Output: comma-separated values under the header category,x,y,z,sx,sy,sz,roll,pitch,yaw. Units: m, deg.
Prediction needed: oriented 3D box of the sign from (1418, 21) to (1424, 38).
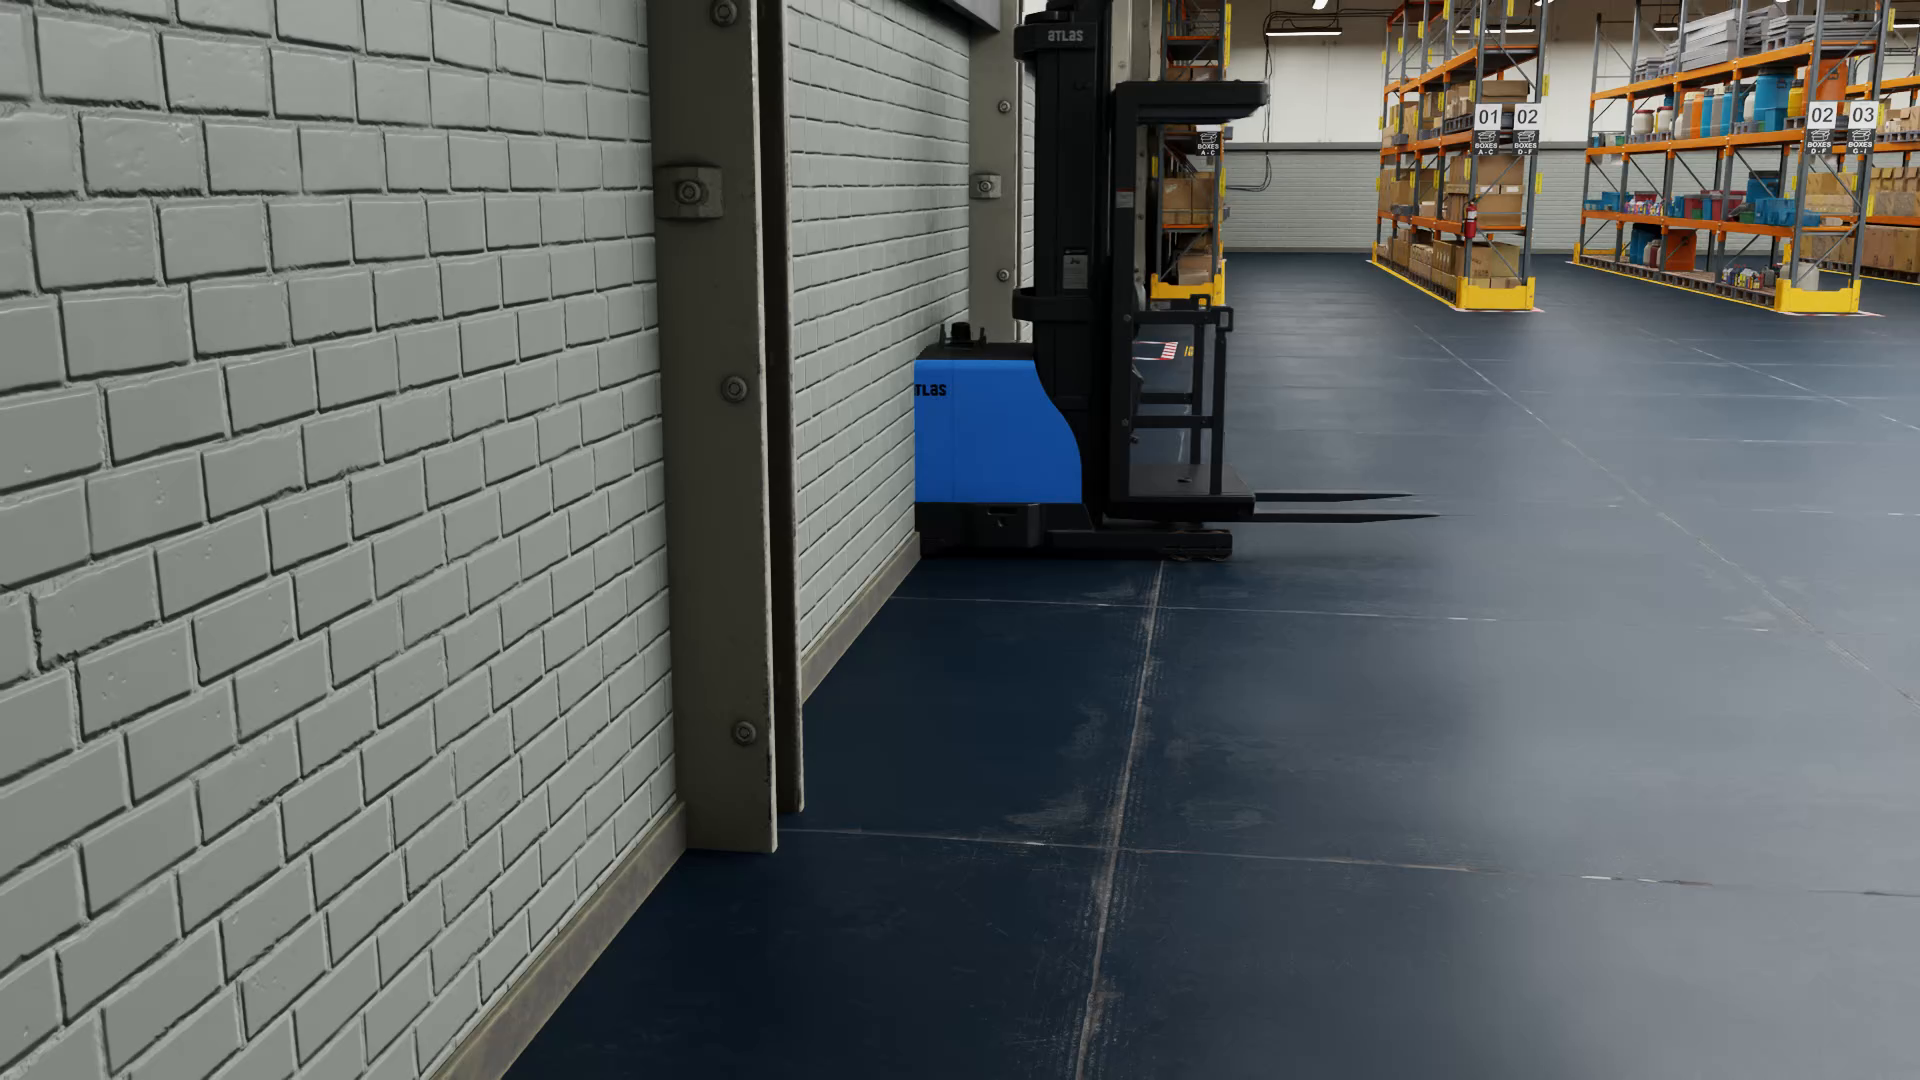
category,x,y,z,sx,sy,sz,roll,pitch,yaw
sign,9.334,-10.330,33.660,0.100,0.325,0.005,2,12,9

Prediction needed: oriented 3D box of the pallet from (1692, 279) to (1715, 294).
category,x,y,z,sx,sy,sz,roll,pitch,yaw
pallet,14.233,-4.694,30.773,1.003,0.211,1.213,2,12,9

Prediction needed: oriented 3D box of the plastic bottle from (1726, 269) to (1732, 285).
category,x,y,z,sx,sy,sz,roll,pitch,yaw
plastic bottle,13.646,-4.656,29.397,0.152,0.276,0.135,2,12,11

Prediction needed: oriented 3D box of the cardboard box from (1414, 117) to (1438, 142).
category,x,y,z,sx,sy,sz,roll,pitch,yaw
cardboard box,9.906,-8.493,34.427,0.910,0.500,0.500,2,12,9

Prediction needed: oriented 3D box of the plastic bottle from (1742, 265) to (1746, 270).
category,x,y,z,sx,sy,sz,roll,pitch,yaw
plastic bottle,13.759,-4.653,29.209,0.144,0.351,0.185,2,12,9

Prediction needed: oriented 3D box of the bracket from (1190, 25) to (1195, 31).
category,x,y,z,sx,sy,sz,roll,pitch,yaw
bracket,6.547,-14.562,47.159,0.235,0.232,0.430,2,12,9

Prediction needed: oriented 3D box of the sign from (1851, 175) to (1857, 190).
category,x,y,z,sx,sy,sz,roll,pitch,yaw
sign,19.726,-7.877,36.680,0.100,0.325,0.005,2,12,9

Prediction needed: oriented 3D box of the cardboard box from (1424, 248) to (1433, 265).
category,x,y,z,sx,sy,sz,roll,pitch,yaw
cardboard box,9.109,-5.391,31.587,0.500,0.311,0.500,2,12,10

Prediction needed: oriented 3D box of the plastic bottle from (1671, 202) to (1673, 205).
category,x,y,z,sx,sy,sz,roll,pitch,yaw
plastic bottle,15.323,-7.145,35.833,0.097,0.271,0.097,0,12,0

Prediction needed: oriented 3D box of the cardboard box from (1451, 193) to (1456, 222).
category,x,y,z,sx,sy,sz,roll,pitch,yaw
cardboard box,9.120,-5.900,29.513,0.700,0.500,0.500,2,12,8

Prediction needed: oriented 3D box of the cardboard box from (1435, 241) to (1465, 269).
category,x,y,z,sx,sy,sz,roll,pitch,yaw
cardboard box,8.807,-5.091,29.745,0.500,0.500,0.500,2,12,9

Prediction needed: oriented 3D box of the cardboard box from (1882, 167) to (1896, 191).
category,x,y,z,sx,sy,sz,roll,pitch,yaw
cardboard box,20.068,-7.661,35.302,0.797,0.503,0.637,2,12,9

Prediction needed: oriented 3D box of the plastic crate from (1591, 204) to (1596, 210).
category,x,y,z,sx,sy,sz,roll,pitch,yaw
plastic crate,15.397,-8.045,40.186,0.250,0.136,0.298,2,12,9

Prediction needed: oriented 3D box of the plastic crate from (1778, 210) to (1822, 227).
category,x,y,z,sx,sy,sz,roll,pitch,yaw
plastic crate,13.317,-5.101,26.395,0.499,0.251,0.616,2,12,9

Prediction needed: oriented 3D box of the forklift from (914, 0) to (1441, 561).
category,x,y,z,sx,sy,sz,roll,pitch,yaw
forklift,1.120,-1.431,9.177,3.031,2.935,1.130,0,12,2

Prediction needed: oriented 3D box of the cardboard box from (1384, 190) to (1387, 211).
category,x,y,z,sx,sy,sz,roll,pitch,yaw
cardboard box,10.541,-8.201,40.189,0.500,0.500,0.500,2,12,9

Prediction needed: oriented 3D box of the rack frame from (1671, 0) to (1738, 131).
category,x,y,z,sx,sy,sz,roll,pitch,yaw
rack frame,14.766,-9.658,32.946,1.000,3.000,0.127,2,12,9

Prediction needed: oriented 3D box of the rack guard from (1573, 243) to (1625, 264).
category,x,y,z,sx,sy,sz,roll,pitch,yaw
rack guard,15.987,-7.174,41.594,1.175,0.500,0.348,2,12,9

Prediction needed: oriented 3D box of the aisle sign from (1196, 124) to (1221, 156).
category,x,y,z,sx,sy,sz,roll,pitch,yaw
aisle sign,4.032,-6.627,26.952,0.394,0.787,0.004,2,12,9

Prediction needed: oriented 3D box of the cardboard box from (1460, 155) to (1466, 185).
category,x,y,z,sx,sy,sz,roll,pitch,yaw
cardboard box,8.963,-6.331,28.432,0.700,0.500,0.500,2,12,9

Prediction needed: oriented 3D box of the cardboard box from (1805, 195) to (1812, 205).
category,x,y,z,sx,sy,sz,roll,pitch,yaw
cardboard box,20.476,-8.102,39.620,0.500,0.250,0.500,2,12,8

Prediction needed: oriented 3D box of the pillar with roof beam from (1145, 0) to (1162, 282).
category,x,y,z,sx,sy,sz,roll,pitch,yaw
pillar with roof beam,8.176,-9.597,32.663,9.100,9.000,0.400,2,12,9

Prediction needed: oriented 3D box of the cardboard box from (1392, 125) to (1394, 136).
category,x,y,z,sx,sy,sz,roll,pitch,yaw
cardboard box,10.374,-9.570,38.831,0.500,0.250,0.500,2,12,9

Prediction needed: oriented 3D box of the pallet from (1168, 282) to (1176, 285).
category,x,y,z,sx,sy,sz,roll,pitch,yaw
pallet,4.108,-4.455,29.662,1.003,0.211,1.213,2,12,9

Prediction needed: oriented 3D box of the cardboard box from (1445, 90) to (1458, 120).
category,x,y,z,sx,sy,sz,roll,pitch,yaw
cardboard box,8.919,-7.746,29.631,0.500,0.500,0.500,3,13,13

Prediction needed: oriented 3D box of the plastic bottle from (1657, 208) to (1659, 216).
category,x,y,z,sx,sy,sz,roll,pitch,yaw
plastic bottle,14.478,-6.797,34.386,0.097,0.201,0.097,0,12,0

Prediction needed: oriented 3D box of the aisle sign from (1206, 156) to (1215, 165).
category,x,y,z,sx,sy,sz,roll,pitch,yaw
aisle sign,6.514,-9.987,42.546,0.394,0.787,0.004,2,12,9

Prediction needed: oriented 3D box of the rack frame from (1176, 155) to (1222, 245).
category,x,y,z,sx,sy,sz,roll,pitch,yaw
rack frame,5.592,-7.879,38.932,1.000,3.000,0.127,2,12,9

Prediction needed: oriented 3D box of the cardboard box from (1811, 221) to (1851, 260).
category,x,y,z,sx,sy,sz,roll,pitch,yaw
cardboard box,20.731,-7.071,39.232,0.875,0.875,0.875,2,12,9

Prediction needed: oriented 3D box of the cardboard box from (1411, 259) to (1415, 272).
category,x,y,z,sx,sy,sz,roll,pitch,yaw
cardboard box,9.425,-5.543,33.625,0.500,0.250,0.500,2,12,7

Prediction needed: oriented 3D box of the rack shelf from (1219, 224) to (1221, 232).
category,x,y,z,sx,sy,sz,roll,pitch,yaw
rack shelf,4.669,-6.278,33.212,1.077,0.370,4.000,2,12,9

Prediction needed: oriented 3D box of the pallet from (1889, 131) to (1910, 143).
category,x,y,z,sx,sy,sz,roll,pitch,yaw
pallet,19.875,-8.307,34.248,1.003,0.211,1.213,2,12,11

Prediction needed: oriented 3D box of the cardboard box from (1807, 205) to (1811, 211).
category,x,y,z,sx,sy,sz,roll,pitch,yaw
cardboard box,20.393,-7.883,39.547,0.380,0.149,0.250,2,12,8

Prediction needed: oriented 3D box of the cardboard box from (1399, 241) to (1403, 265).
category,x,y,z,sx,sy,sz,roll,pitch,yaw
cardboard box,9.938,-6.299,36.490,0.500,0.500,0.500,1,12,7

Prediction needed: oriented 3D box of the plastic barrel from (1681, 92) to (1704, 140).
category,x,y,z,sx,sy,sz,roll,pitch,yaw
plastic barrel,14.425,-8.272,32.449,0.600,0.901,0.600,0,12,0

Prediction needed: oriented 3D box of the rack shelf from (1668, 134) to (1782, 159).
category,x,y,z,sx,sy,sz,roll,pitch,yaw
rack shelf,14.458,-7.423,31.406,1.077,0.370,4.000,2,12,9

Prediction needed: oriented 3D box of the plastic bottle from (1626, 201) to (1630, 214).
category,x,y,z,sx,sy,sz,roll,pitch,yaw
plastic bottle,14.882,-7.410,37.036,0.061,0.283,0.133,2,12,9

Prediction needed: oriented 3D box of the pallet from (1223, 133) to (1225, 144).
category,x,y,z,sx,sy,sz,roll,pitch,yaw
pallet,5.023,-8.556,35.402,1.213,0.211,1.003,2,12,11

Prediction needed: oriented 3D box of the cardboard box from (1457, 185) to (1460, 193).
category,x,y,z,sx,sy,sz,roll,pitch,yaw
cardboard box,8.789,-6.047,28.657,0.380,0.149,0.250,2,12,8

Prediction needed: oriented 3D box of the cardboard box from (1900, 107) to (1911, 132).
category,x,y,z,sx,sy,sz,roll,pitch,yaw
cardboard box,19.953,-8.713,34.439,0.797,0.503,0.637,2,12,8

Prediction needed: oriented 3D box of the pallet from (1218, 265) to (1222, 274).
category,x,y,z,sx,sy,sz,roll,pitch,yaw
pallet,5.172,-5.845,36.112,1.003,0.211,1.213,2,12,9

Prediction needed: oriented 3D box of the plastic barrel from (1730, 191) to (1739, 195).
category,x,y,z,sx,sy,sz,roll,pitch,yaw
plastic barrel,14.627,-6.304,31.300,0.433,0.535,0.433,0,12,0

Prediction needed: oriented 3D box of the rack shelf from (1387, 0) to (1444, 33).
category,x,y,z,sx,sy,sz,roll,pitch,yaw
rack shelf,10.795,-12.341,39.216,1.077,0.370,4.000,2,12,9

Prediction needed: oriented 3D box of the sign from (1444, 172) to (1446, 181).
category,x,y,z,sx,sy,sz,roll,pitch,yaw
sign,11.036,-8.268,37.989,0.100,0.325,0.005,2,12,9

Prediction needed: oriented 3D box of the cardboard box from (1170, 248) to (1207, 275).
category,x,y,z,sx,sy,sz,roll,pitch,yaw
cardboard box,4.488,-5.469,32.641,0.700,0.500,0.500,2,12,8

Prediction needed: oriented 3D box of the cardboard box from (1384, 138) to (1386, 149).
category,x,y,z,sx,sy,sz,roll,pitch,yaw
cardboard box,10.682,-9.742,40.815,0.500,0.250,0.500,2,12,9

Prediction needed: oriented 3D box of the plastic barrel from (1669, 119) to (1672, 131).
category,x,y,z,sx,sy,sz,roll,pitch,yaw
plastic barrel,14.786,-8.557,34.291,0.301,0.262,0.301,0,12,0

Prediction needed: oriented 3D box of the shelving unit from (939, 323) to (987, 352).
category,x,y,z,sx,sy,sz,roll,pitch,yaw
shelving unit,-0.042,-0.591,9.283,0.258,1.200,0.189,5,21,-5

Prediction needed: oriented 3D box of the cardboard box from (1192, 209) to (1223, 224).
category,x,y,z,sx,sy,sz,roll,pitch,yaw
cardboard box,4.135,-5.408,27.778,0.500,0.250,0.500,2,12,7

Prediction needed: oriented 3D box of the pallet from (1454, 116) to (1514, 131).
category,x,y,z,sx,sy,sz,roll,pitch,yaw
pallet,8.961,-7.045,28.154,1.003,0.211,1.213,2,12,9

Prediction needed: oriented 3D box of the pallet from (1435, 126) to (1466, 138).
category,x,y,z,sx,sy,sz,roll,pitch,yaw
pallet,9.379,-7.610,31.021,0.805,0.209,1.217,1,12,6

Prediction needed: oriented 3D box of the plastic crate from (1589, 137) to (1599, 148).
category,x,y,z,sx,sy,sz,roll,pitch,yaw
plastic crate,15.661,-9.722,40.674,0.497,0.269,0.590,2,12,9

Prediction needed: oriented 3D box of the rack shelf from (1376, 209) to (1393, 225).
category,x,y,z,sx,sy,sz,roll,pitch,yaw
rack shelf,10.795,-7.784,40.198,1.077,0.370,4.000,2,12,9

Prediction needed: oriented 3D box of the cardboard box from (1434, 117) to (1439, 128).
category,x,y,z,sx,sy,sz,roll,pitch,yaw
cardboard box,9.858,-8.388,33.536,0.500,0.250,0.500,1,12,4

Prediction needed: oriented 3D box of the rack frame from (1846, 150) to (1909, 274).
category,x,y,z,sx,sy,sz,roll,pitch,yaw
rack frame,20.275,-7.397,36.698,1.000,3.000,0.127,2,12,9
